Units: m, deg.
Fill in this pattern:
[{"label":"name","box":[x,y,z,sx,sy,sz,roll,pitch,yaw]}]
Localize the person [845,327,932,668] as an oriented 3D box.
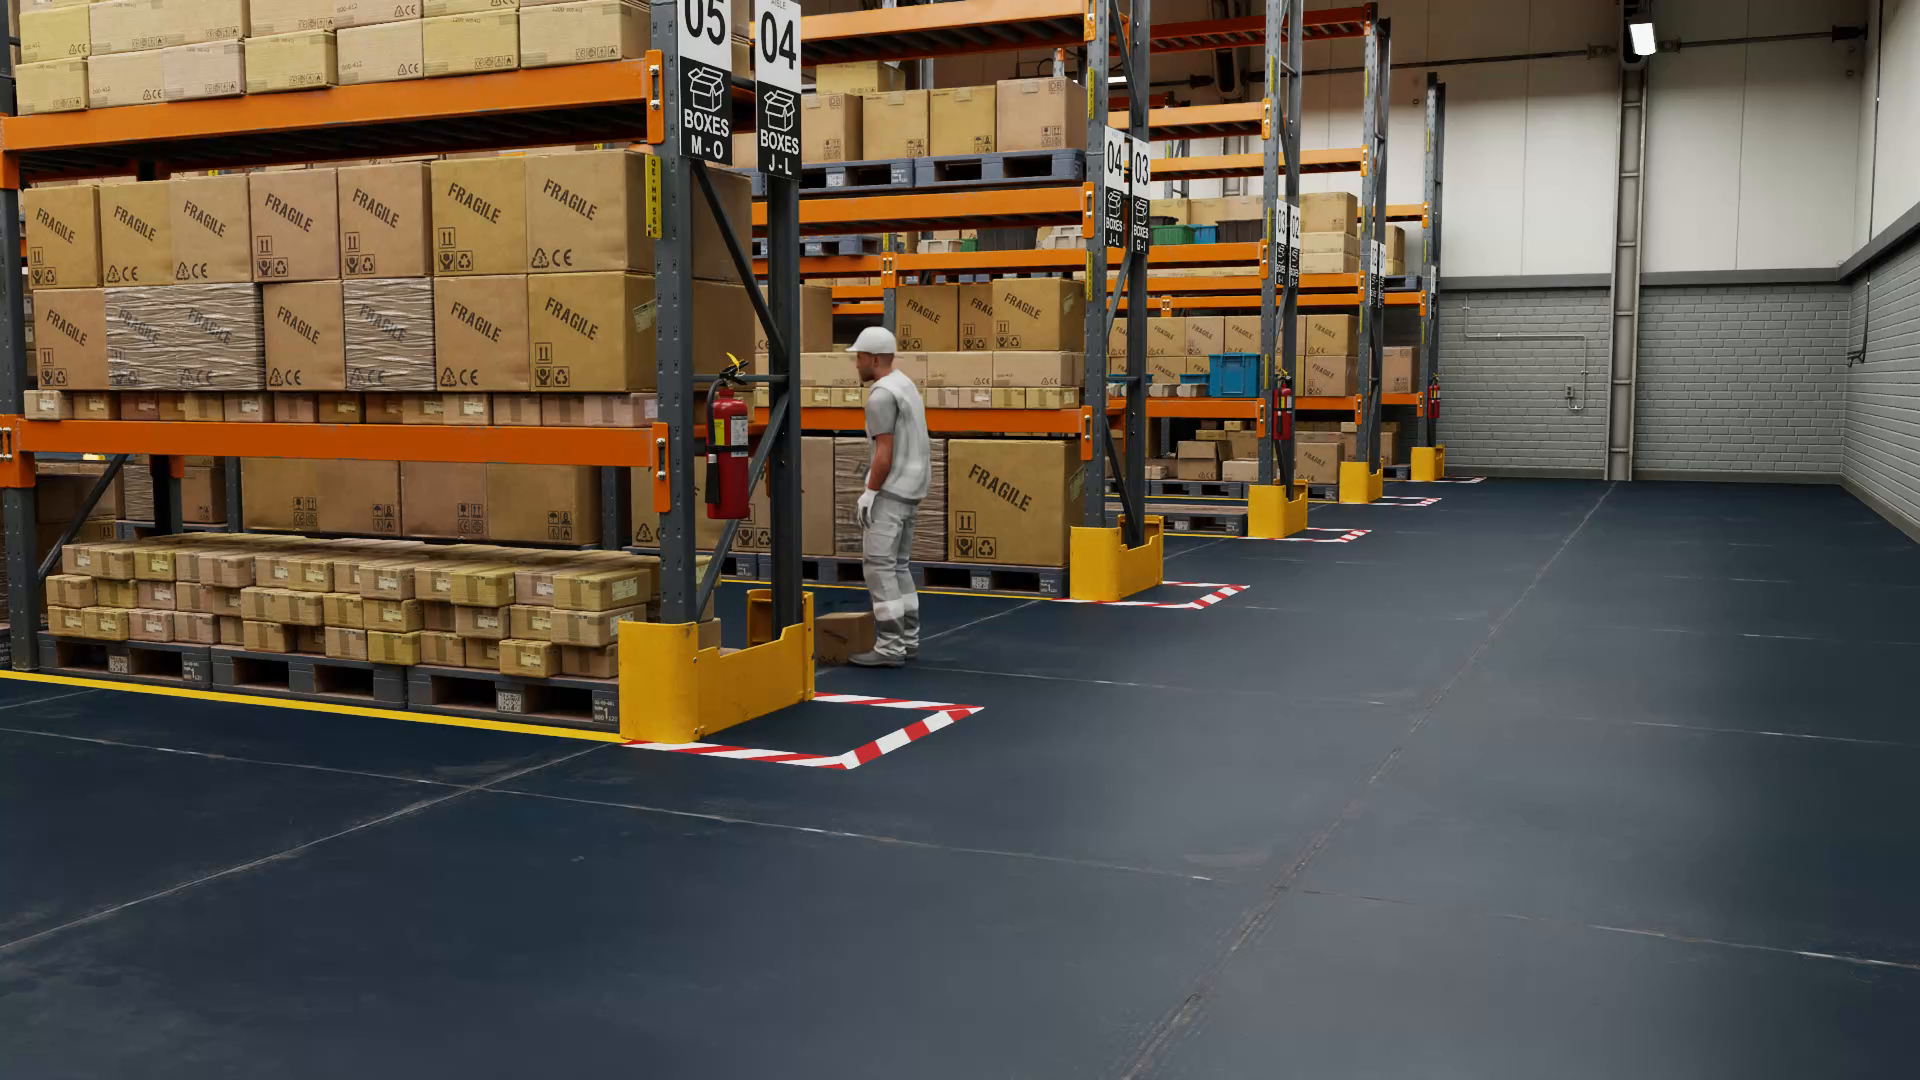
[{"label":"person","box":[-0.382,-0.230,8.789,0.441,1.780,0.576,1,6,15]}]
